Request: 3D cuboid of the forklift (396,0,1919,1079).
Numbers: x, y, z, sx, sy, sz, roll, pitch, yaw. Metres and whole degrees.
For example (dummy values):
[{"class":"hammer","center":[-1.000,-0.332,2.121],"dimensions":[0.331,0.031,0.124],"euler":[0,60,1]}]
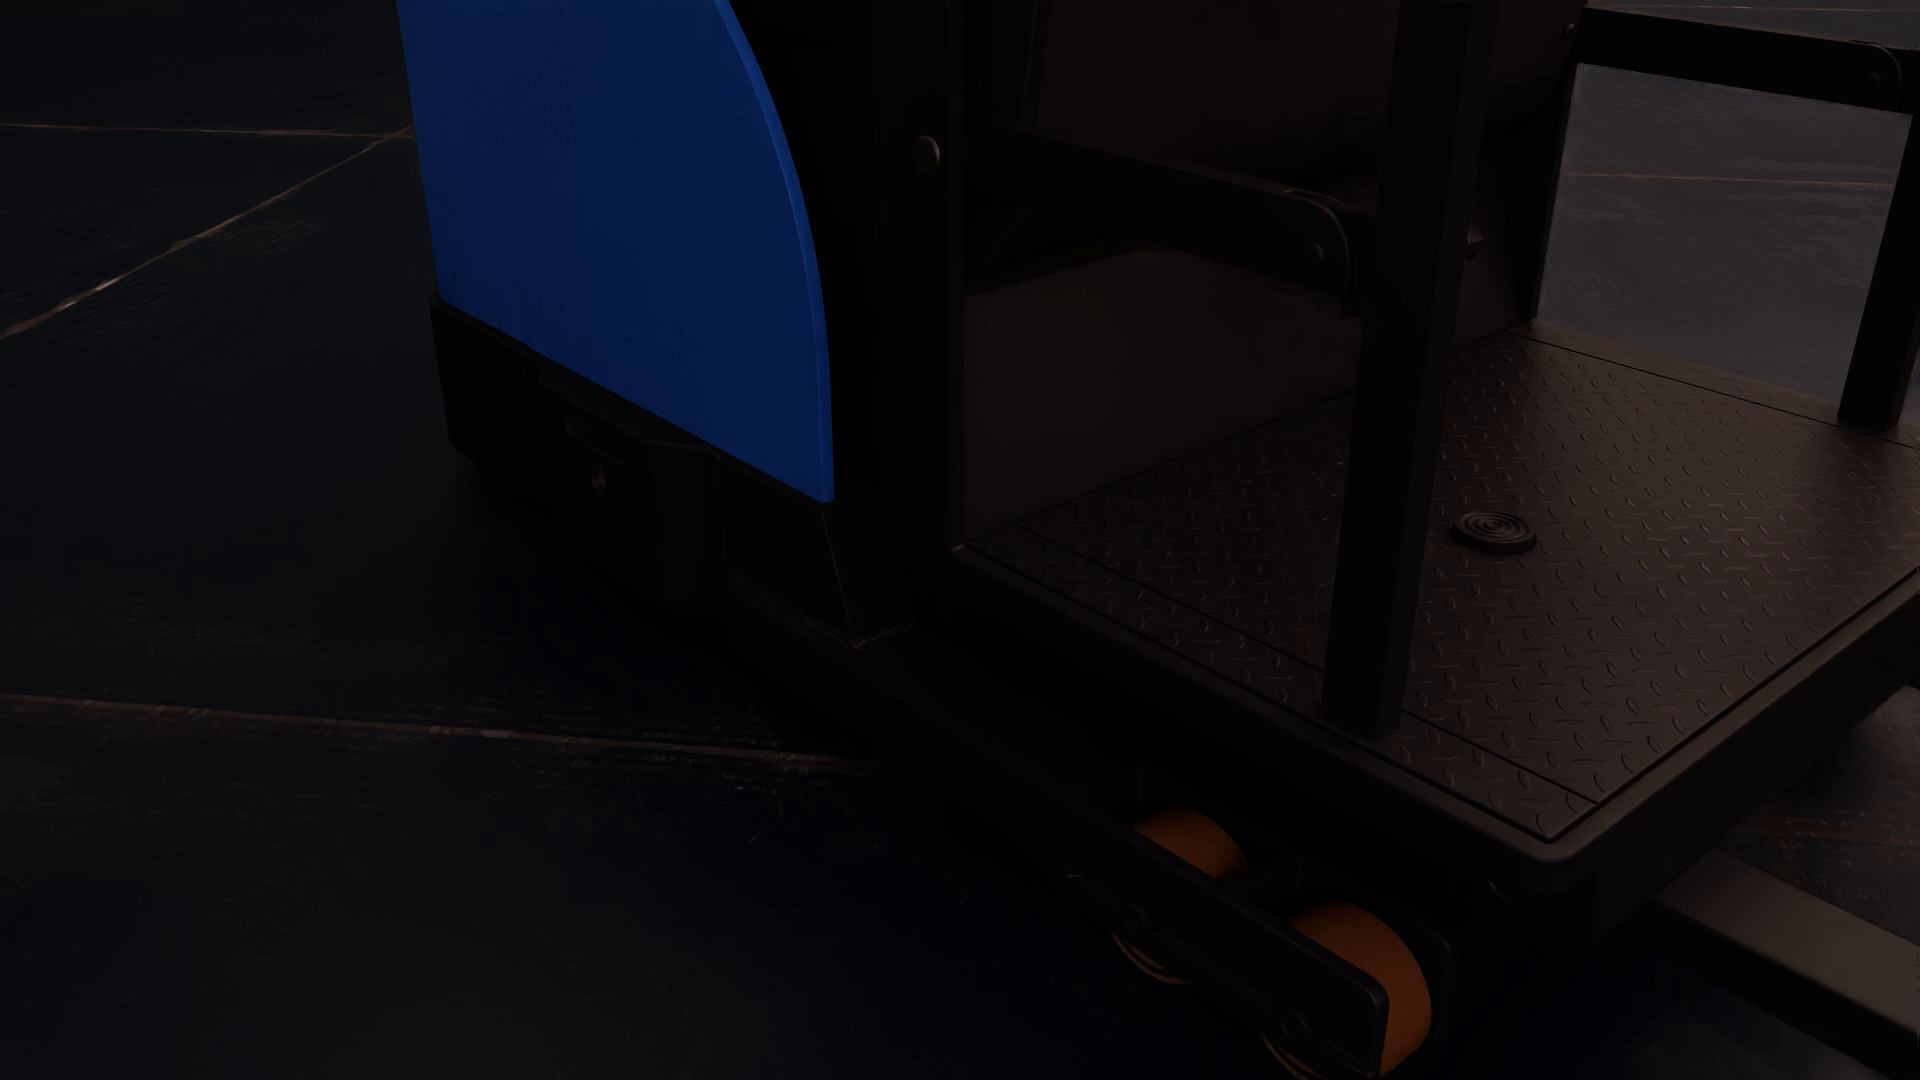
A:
[{"class":"forklift","center":[0.529,-1.071,1.364],"dimensions":[1.130,2.935,3.031],"euler":[-21,34,-36]}]
